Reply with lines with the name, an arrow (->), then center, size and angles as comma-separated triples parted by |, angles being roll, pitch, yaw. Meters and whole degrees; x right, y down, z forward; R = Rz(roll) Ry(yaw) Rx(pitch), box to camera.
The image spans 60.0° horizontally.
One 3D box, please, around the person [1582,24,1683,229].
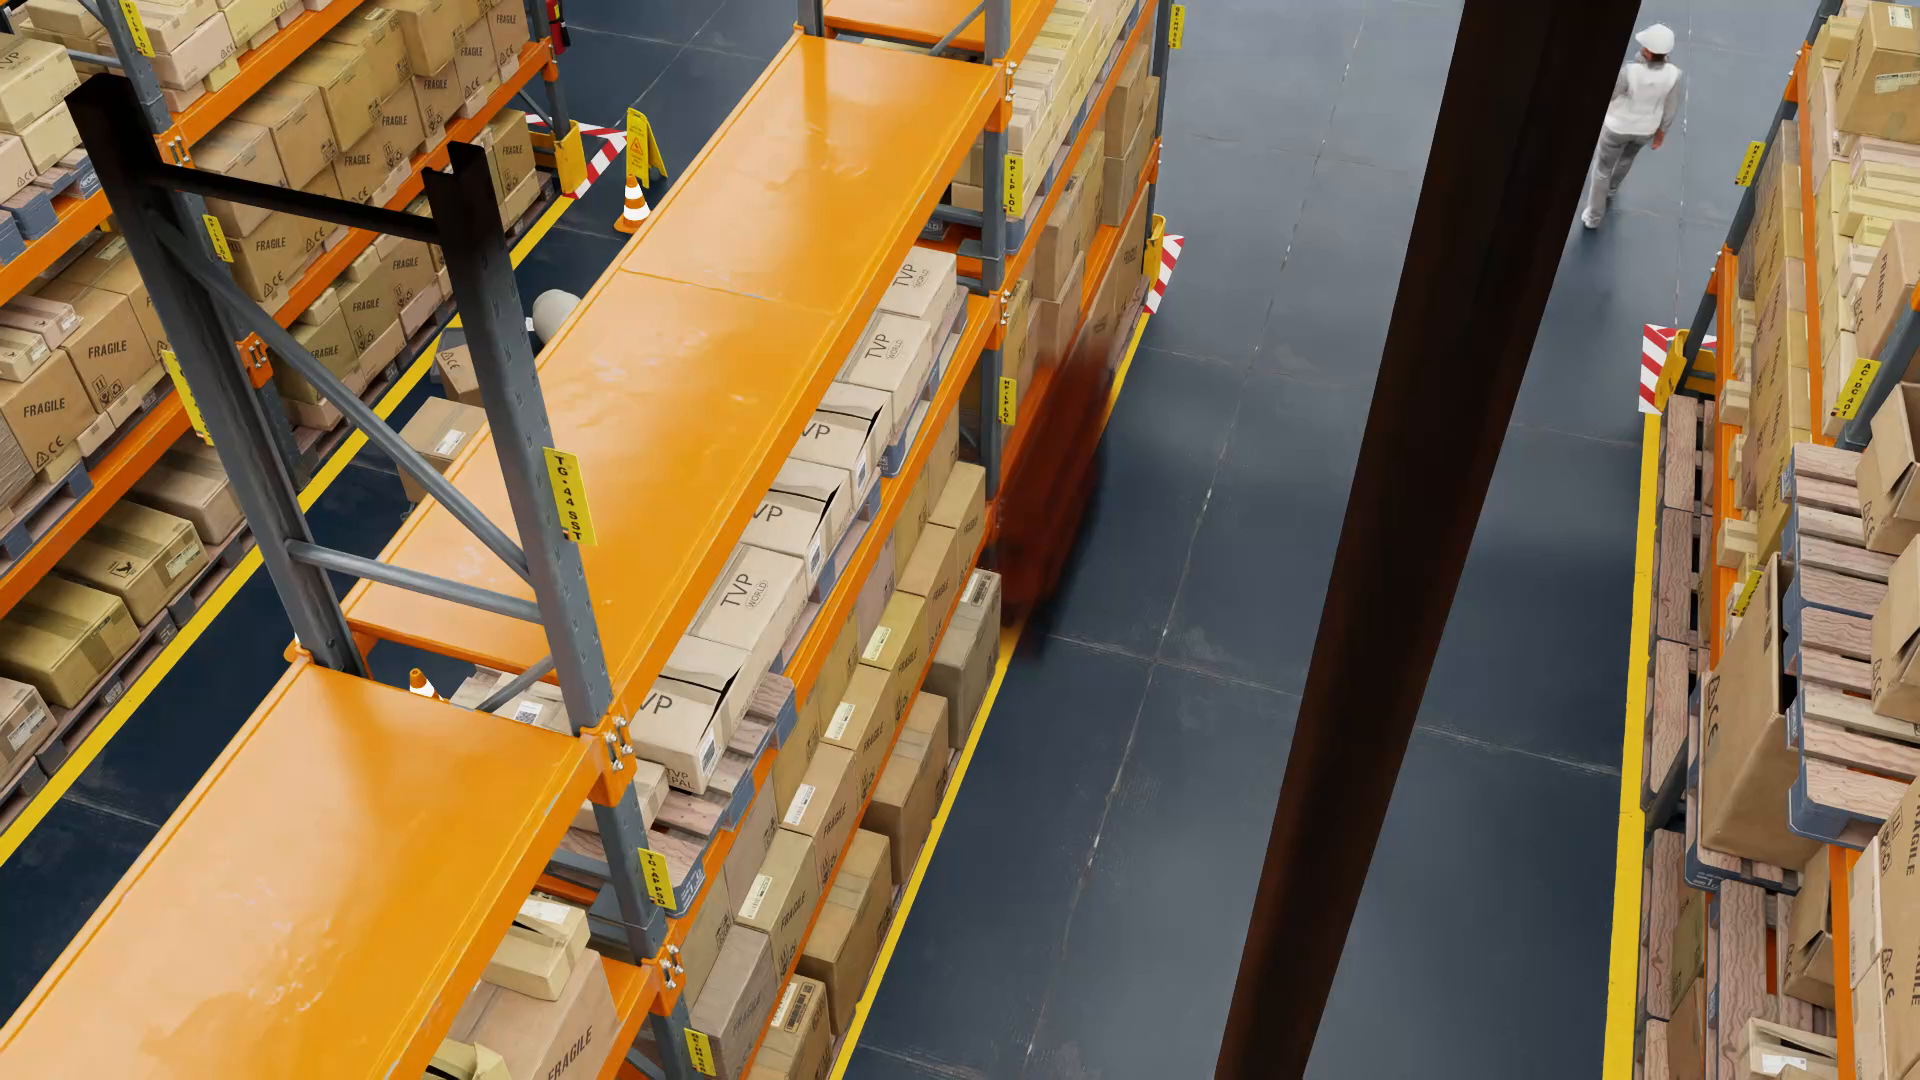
person -> 5.287, -3.382, 13.235 | 0.570, 1.775, 0.750 | 2, 46, 2
